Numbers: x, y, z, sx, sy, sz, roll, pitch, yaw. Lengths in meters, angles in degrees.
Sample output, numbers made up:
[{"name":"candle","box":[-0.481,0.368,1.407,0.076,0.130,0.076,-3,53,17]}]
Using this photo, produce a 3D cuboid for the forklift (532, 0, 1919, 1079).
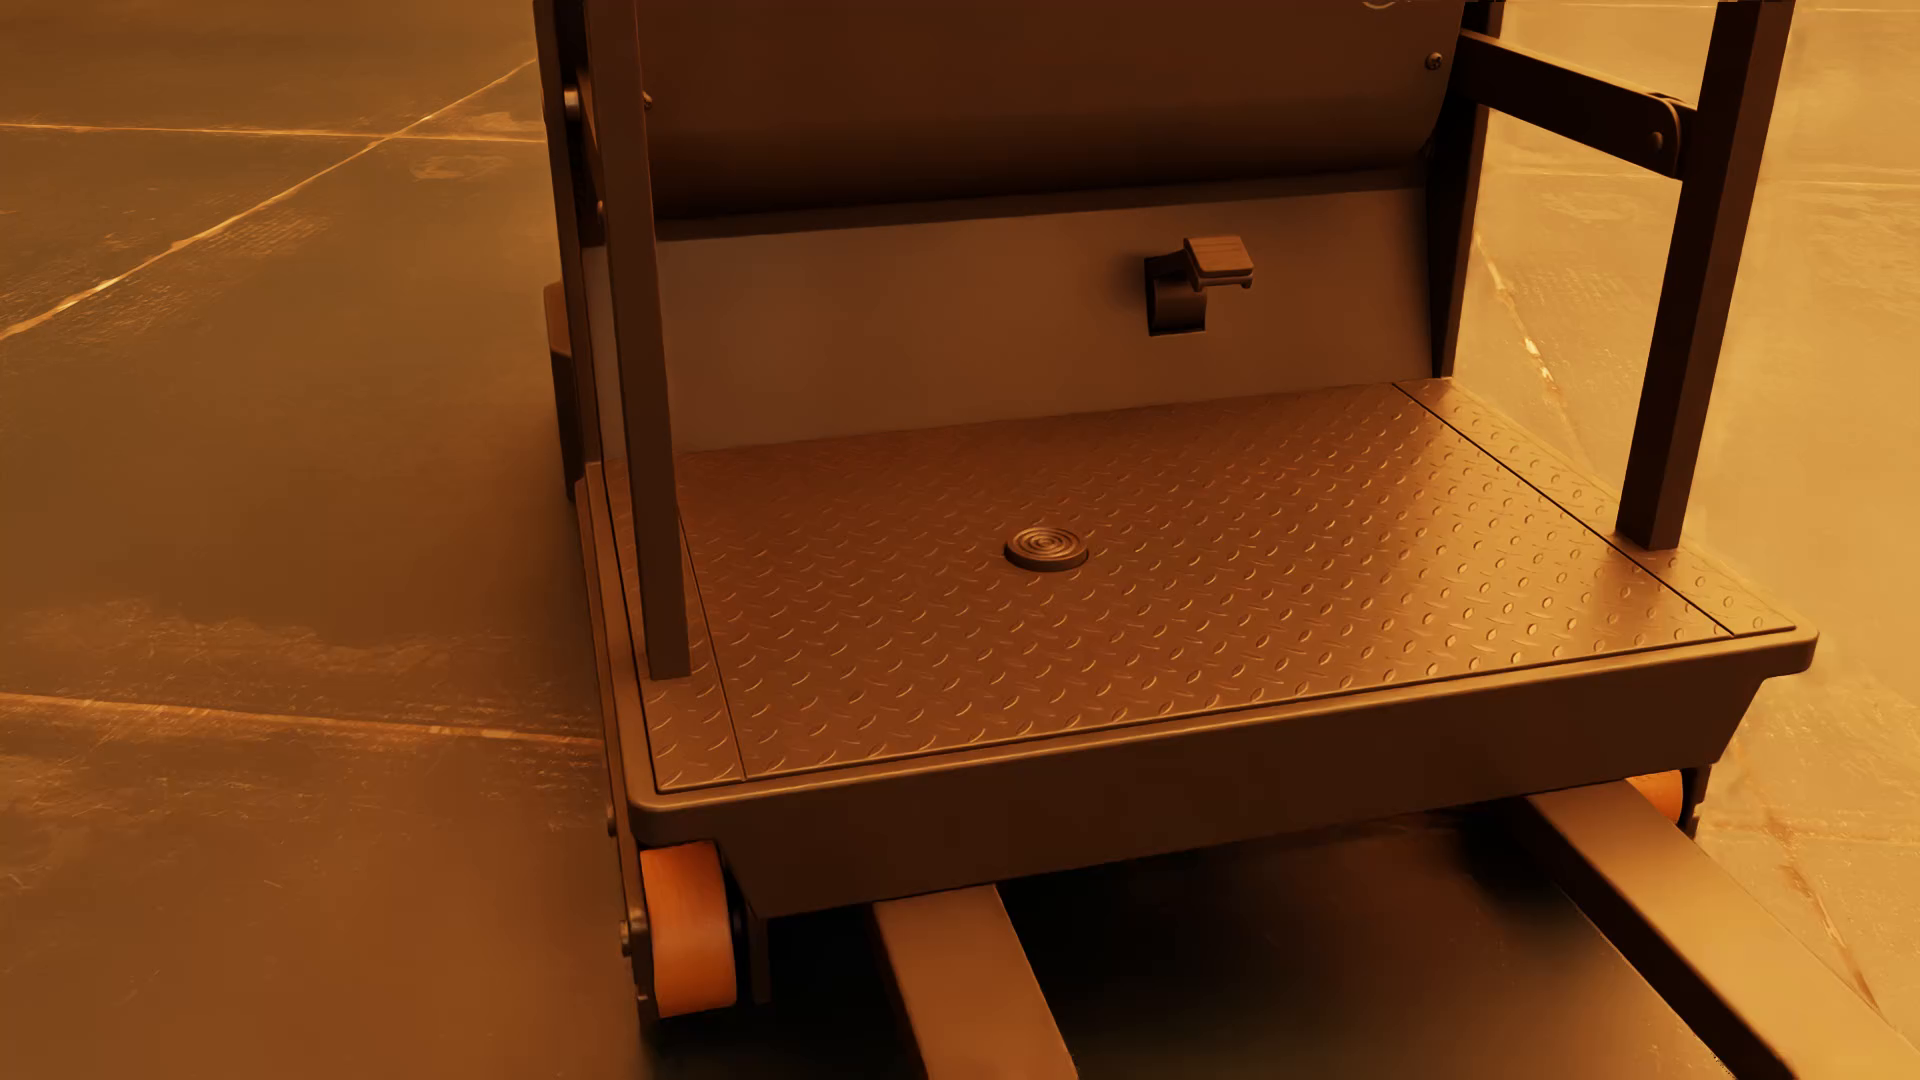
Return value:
[{"name":"forklift","box":[0.153,-1.049,1.319,1.130,2.935,3.031,-7,27,-13]}]
